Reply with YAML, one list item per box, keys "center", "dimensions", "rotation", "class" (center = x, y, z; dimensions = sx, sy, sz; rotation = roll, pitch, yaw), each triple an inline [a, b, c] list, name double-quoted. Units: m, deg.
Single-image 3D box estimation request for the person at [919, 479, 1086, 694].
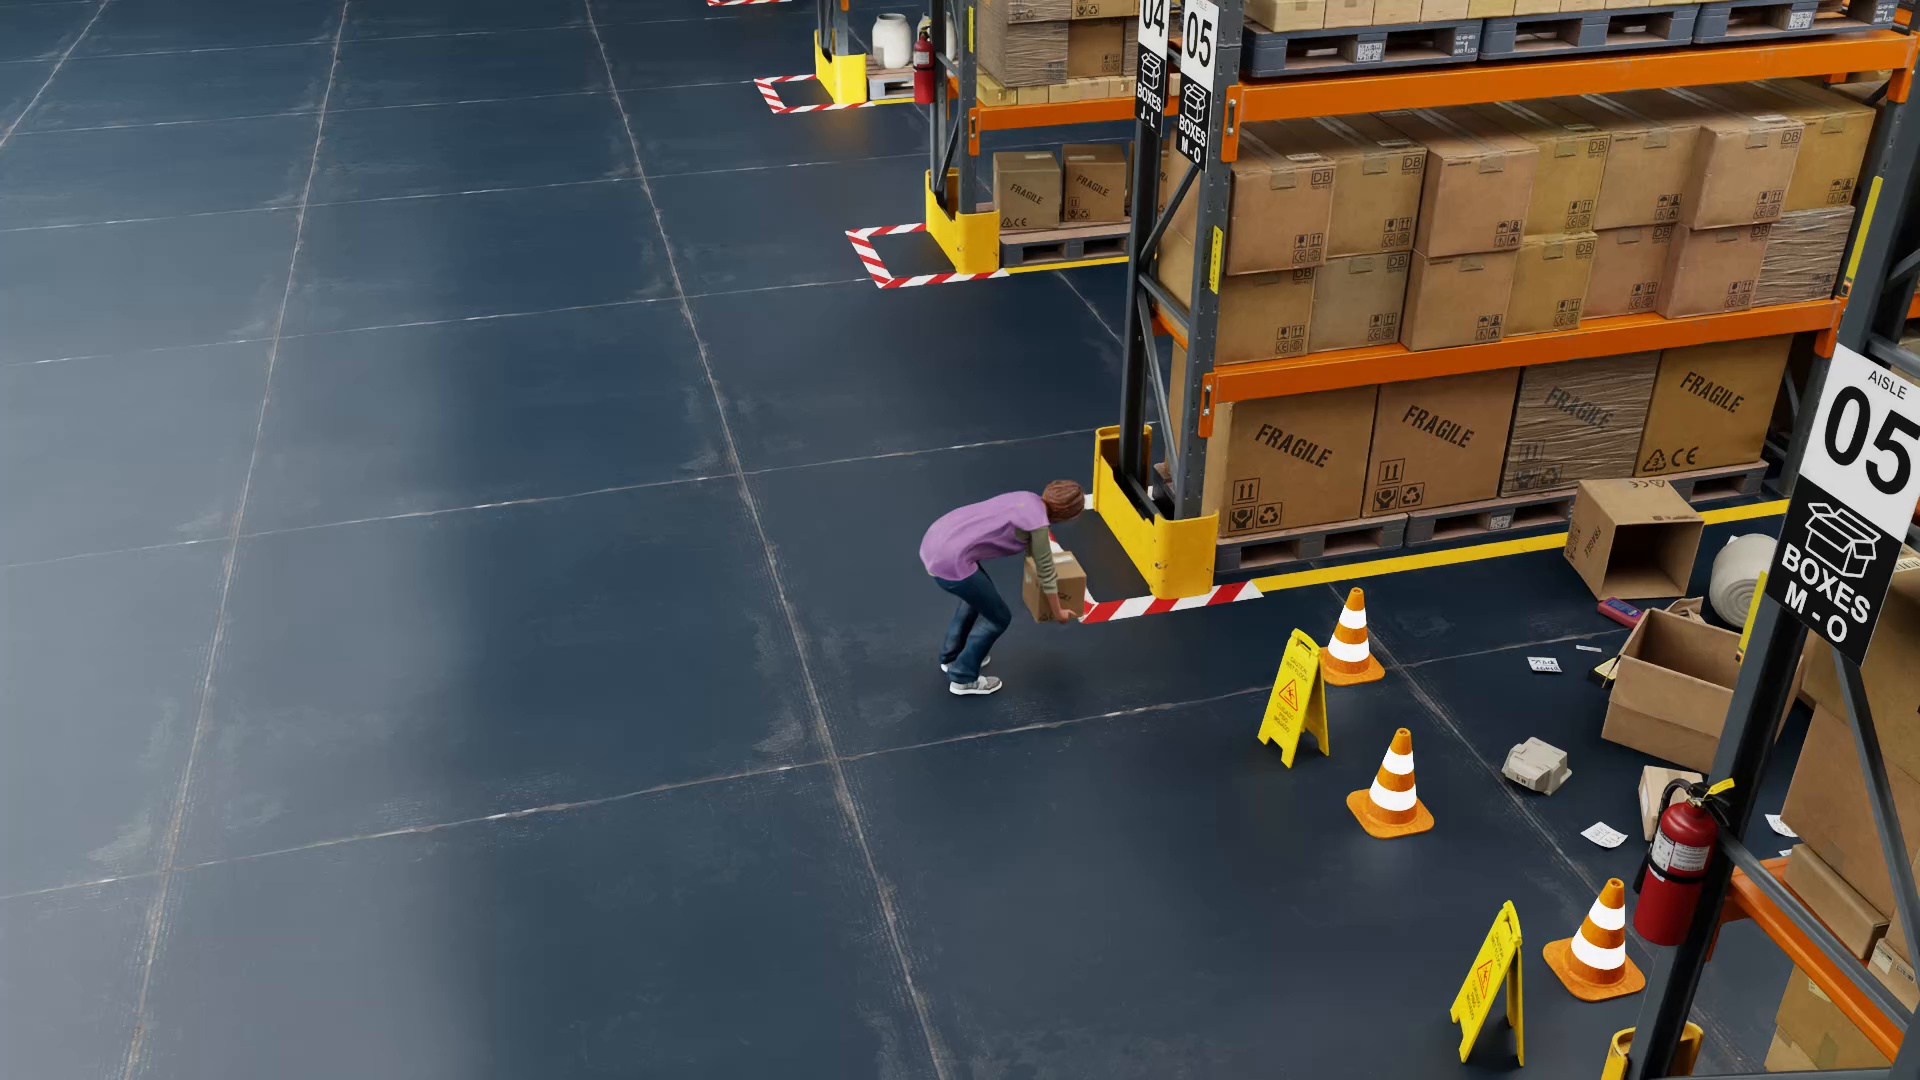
- center: [0.218, 0.227, 8.366]
  dimensions: [0.850, 1.078, 0.408]
  rotation: [-9, 32, -15]
  class: "person"
